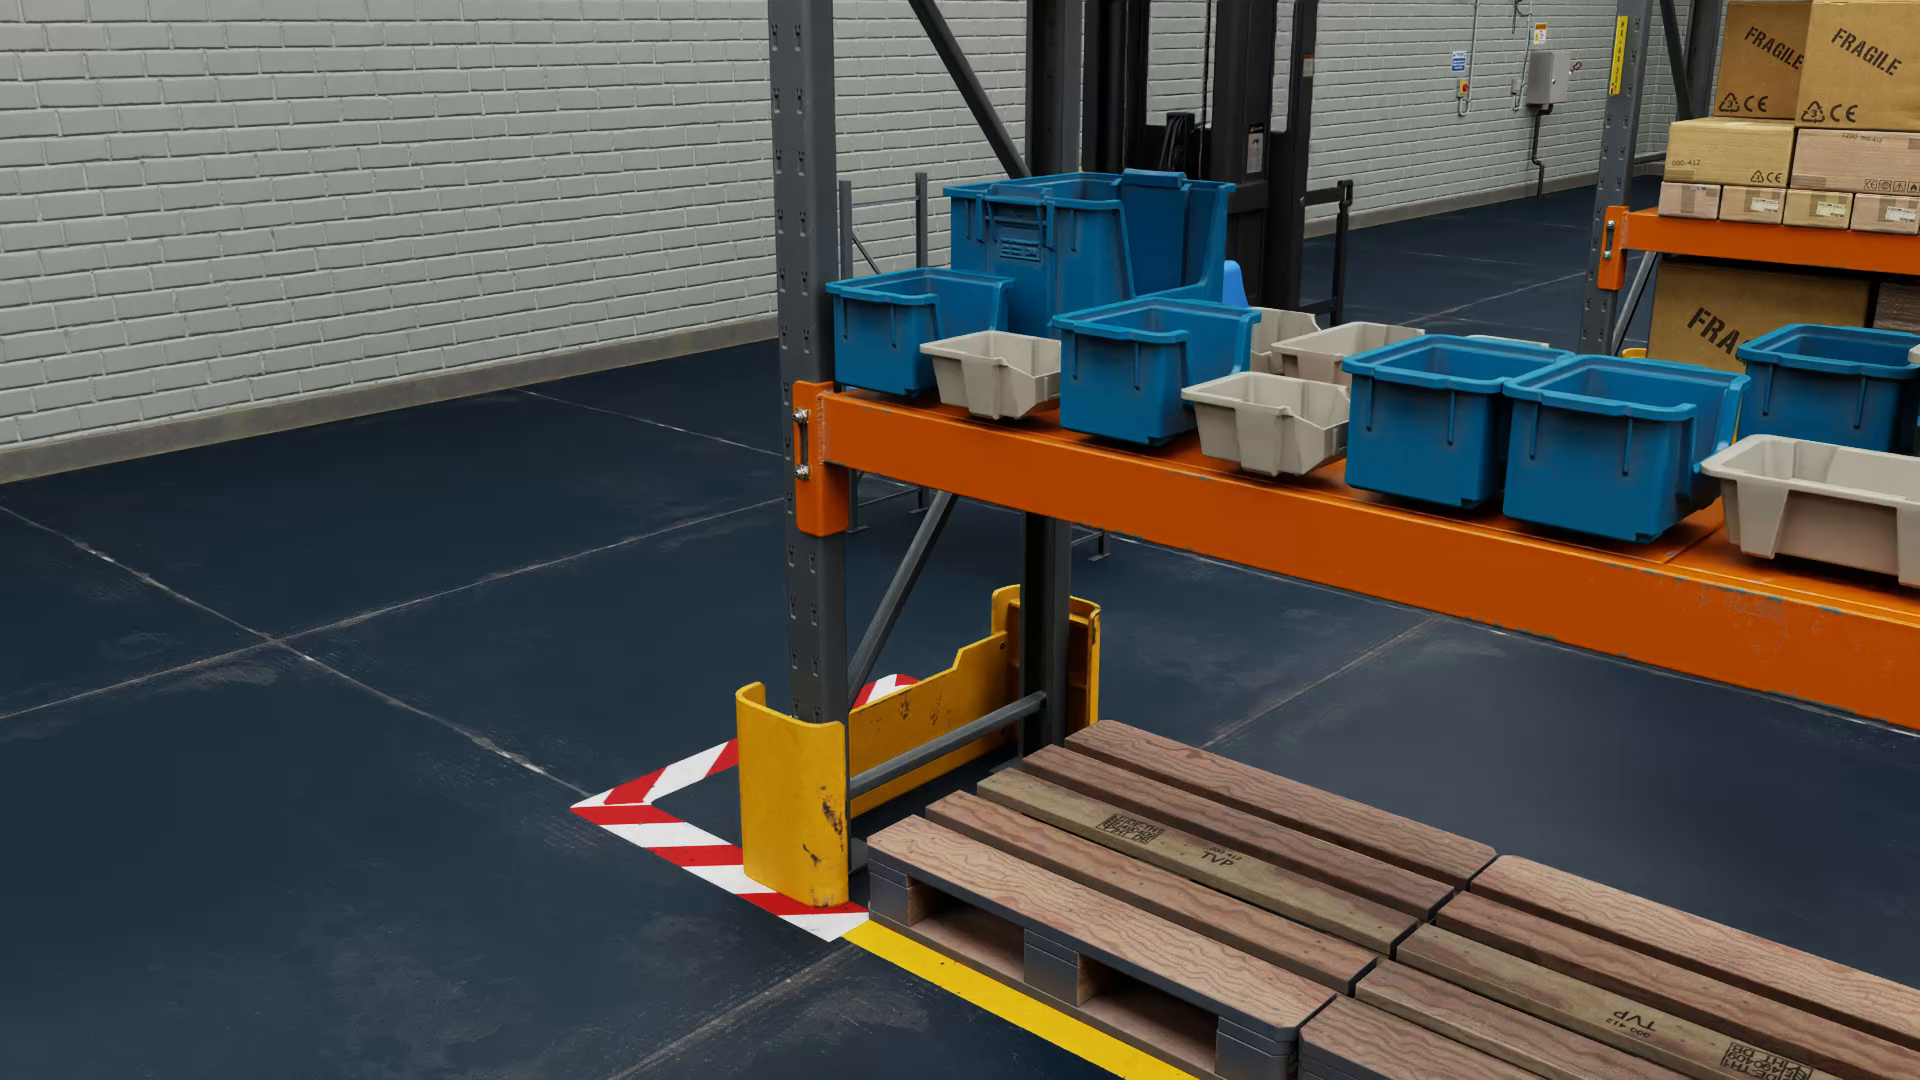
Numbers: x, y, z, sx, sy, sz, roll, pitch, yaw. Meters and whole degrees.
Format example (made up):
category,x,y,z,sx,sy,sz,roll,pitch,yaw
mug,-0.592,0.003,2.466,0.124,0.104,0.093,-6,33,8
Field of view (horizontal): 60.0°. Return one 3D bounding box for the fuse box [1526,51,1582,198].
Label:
category,x,y,z,sx,sy,sz,roll,pitch,yaw
fuse box,7.082,-4.979,19.972,0.414,1.711,0.539,15,23,39

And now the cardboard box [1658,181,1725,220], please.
category,x,y,z,sx,sy,sz,roll,pitch,yaw
cardboard box,3.280,-1.513,7.334,0.250,0.149,0.380,15,23,40

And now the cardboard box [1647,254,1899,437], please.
category,x,y,z,sx,sy,sz,roll,pitch,yaw
cardboard box,3.765,-0.855,7.666,0.875,0.875,0.875,15,23,39

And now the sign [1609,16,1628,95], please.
category,x,y,z,sx,sy,sz,roll,pitch,yaw
sign,2.861,-2.104,7.221,0.005,0.325,0.100,15,23,39

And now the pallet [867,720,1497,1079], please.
category,x,y,z,sx,sy,sz,roll,pitch,yaw
pallet,0.537,0.846,4.098,1.213,0.211,1.003,15,23,39

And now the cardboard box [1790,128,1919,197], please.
category,x,y,z,sx,sy,sz,roll,pitch,yaw
cardboard box,3.807,-1.588,6.914,0.500,0.250,0.500,15,23,39

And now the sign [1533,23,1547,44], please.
category,x,y,z,sx,sy,sz,roll,pitch,yaw
sign,6.891,-6.016,19.744,0.001,0.242,0.339,15,23,39

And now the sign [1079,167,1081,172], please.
category,x,y,z,sx,sy,sz,roll,pitch,yaw
sign,0.299,-0.863,4.603,0.005,0.325,0.100,15,23,39

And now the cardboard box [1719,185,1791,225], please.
category,x,y,z,sx,sy,sz,roll,pitch,yaw
cardboard box,3.473,-1.461,7.173,0.250,0.149,0.380,15,23,38

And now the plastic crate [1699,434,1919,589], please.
category,x,y,z,sx,sy,sz,roll,pitch,yaw
plastic crate,1.436,-0.039,2.613,0.466,0.136,0.293,15,23,39

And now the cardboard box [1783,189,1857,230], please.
category,x,y,z,sx,sy,sz,roll,pitch,yaw
cardboard box,3.665,-1.410,7.011,0.250,0.149,0.380,14,23,38

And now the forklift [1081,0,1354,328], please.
category,x,y,z,sx,sy,sz,roll,pitch,yaw
forklift,1.356,-1.911,8.286,1.130,2.935,3.031,15,23,38

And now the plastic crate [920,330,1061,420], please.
category,x,y,z,sx,sy,sz,roll,pitch,yaw
plastic crate,0.097,-0.353,3.603,0.298,0.136,0.250,15,23,39

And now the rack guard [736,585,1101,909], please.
category,x,y,z,sx,sy,sz,roll,pitch,yaw
rack guard,-0.081,0.532,4.609,0.348,0.500,1.175,15,23,39

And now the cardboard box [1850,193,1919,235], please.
category,x,y,z,sx,sy,sz,roll,pitch,yaw
cardboard box,3.861,-1.358,6.847,0.250,0.149,0.380,15,23,38

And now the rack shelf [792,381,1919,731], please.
category,x,y,z,sx,sy,sz,roll,pitch,yaw
rack shelf,1.442,0.087,3.069,4.000,0.370,1.077,15,23,39

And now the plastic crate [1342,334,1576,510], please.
category,x,y,z,sx,sy,sz,roll,pitch,yaw
plastic crate,0.897,-0.218,3.018,0.300,0.233,0.416,15,23,39

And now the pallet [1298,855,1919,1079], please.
category,x,y,z,sx,sy,sz,roll,pitch,yaw
pallet,1.445,1.091,3.326,1.213,0.211,1.003,15,23,39

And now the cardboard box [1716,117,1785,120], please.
category,x,y,z,sx,sy,sz,roll,pitch,yaw
cardboard box,3.772,-1.811,7.616,0.500,0.250,0.500,15,23,38

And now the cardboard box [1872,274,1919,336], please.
category,x,y,z,sx,sy,sz,roll,pitch,yaw
cardboard box,4.446,-0.673,7.090,0.875,0.875,0.875,15,23,39

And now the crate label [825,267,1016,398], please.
category,x,y,z,sx,sy,sz,roll,pitch,yaw
crate label,-0.088,-0.482,3.851,0.303,0.233,0.416,15,23,39

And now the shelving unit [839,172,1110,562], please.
category,x,y,z,sx,sy,sz,roll,pitch,yaw
shelving unit,0.064,-0.698,6.831,1.048,1.500,0.538,15,23,39

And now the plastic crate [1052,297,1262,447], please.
category,x,y,z,sx,sy,sz,roll,pitch,yaw
plastic crate,0.405,-0.350,3.434,0.300,0.233,0.416,15,23,39

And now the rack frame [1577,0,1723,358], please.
category,x,y,z,sx,sy,sz,roll,pitch,yaw
rack frame,3.234,-1.778,7.756,0.127,3.000,1.000,15,23,39

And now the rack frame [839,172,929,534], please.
category,x,y,z,sx,sy,sz,roll,pitch,yaw
rack frame,-0.316,-0.800,7.152,0.032,1.500,0.500,15,23,39

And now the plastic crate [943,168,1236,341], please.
category,x,y,z,sx,sy,sz,roll,pitch,yaw
plastic crate,0.320,-0.678,4.132,0.499,0.435,0.616,15,23,39

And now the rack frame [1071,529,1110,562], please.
category,x,y,z,sx,sy,sz,roll,pitch,yaw
rack frame,0.444,-0.596,6.509,0.032,1.500,0.500,15,23,39

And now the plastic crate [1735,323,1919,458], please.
category,x,y,z,sx,sy,sz,roll,pitch,yaw
plastic crate,1.652,-0.252,3.125,0.300,0.233,0.416,15,23,39

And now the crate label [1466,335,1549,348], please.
category,x,y,z,sx,sy,sz,roll,pitch,yaw
crate label,1.108,-0.326,3.517,0.243,0.136,0.396,15,23,39

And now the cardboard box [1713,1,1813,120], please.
category,x,y,z,sx,sy,sz,roll,pitch,yaw
cardboard box,3.773,-2.168,7.500,0.500,0.500,0.500,15,23,40

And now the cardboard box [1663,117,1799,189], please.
category,x,y,z,sx,sy,sz,roll,pitch,yaw
cardboard box,3.413,-1.691,7.238,0.500,0.250,0.500,14,23,38

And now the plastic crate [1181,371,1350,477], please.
category,x,y,z,sx,sy,sz,roll,pitch,yaw
plastic crate,0.605,-0.217,3.174,0.298,0.136,0.250,15,23,39

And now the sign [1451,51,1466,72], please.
category,x,y,z,sx,sy,sz,roll,pitch,yaw
sign,5.501,-5.277,18.335,0.001,0.218,0.327,15,23,39

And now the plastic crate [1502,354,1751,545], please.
category,x,y,z,sx,sy,sz,roll,pitch,yaw
plastic crate,1.121,-0.158,2.828,0.300,0.233,0.416,15,23,39

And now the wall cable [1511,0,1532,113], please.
category,x,y,z,sx,sy,sz,roll,pitch,yaw
wall cable,6.511,-5.955,19.237,0.122,1.984,0.588,15,23,39

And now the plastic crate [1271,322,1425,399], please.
category,x,y,z,sx,sy,sz,roll,pitch,yaw
plastic crate,0.883,-0.376,3.676,0.243,0.136,0.396,15,23,39

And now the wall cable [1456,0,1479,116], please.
category,x,y,z,sx,sy,sz,roll,pitch,yaw
wall cable,5.579,-5.646,18.213,0.123,1.953,0.585,15,23,39

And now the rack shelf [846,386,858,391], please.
category,x,y,z,sx,sy,sz,roll,pitch,yaw
rack shelf,0.064,-0.526,6.885,1.000,0.185,0.538,15,23,39

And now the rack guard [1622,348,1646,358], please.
category,x,y,z,sx,sy,sz,roll,pitch,yaw
rack guard,3.216,-0.592,8.149,0.348,0.500,1.175,15,23,39

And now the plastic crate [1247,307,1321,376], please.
category,x,y,z,sx,sy,sz,roll,pitch,yaw
plastic crate,0.676,-0.438,3.869,0.243,0.136,0.396,15,23,39

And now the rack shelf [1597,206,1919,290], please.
category,x,y,z,sx,sy,sz,roll,pitch,yaw
rack shelf,4.730,-1.034,6.600,4.000,0.370,1.077,15,23,39

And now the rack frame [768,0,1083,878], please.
category,x,y,z,sx,sy,sz,roll,pitch,yaw
rack frame,-0.054,-0.658,4.225,0.127,3.000,1.000,15,23,39

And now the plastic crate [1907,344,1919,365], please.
category,x,y,z,sx,sy,sz,roll,pitch,yaw
plastic crate,1.918,-0.175,2.801,0.530,0.282,0.437,15,23,39

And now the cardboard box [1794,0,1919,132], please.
category,x,y,z,sx,sy,sz,roll,pitch,yaw
cardboard box,3.787,-1.948,6.808,0.500,0.500,0.500,14,23,38
